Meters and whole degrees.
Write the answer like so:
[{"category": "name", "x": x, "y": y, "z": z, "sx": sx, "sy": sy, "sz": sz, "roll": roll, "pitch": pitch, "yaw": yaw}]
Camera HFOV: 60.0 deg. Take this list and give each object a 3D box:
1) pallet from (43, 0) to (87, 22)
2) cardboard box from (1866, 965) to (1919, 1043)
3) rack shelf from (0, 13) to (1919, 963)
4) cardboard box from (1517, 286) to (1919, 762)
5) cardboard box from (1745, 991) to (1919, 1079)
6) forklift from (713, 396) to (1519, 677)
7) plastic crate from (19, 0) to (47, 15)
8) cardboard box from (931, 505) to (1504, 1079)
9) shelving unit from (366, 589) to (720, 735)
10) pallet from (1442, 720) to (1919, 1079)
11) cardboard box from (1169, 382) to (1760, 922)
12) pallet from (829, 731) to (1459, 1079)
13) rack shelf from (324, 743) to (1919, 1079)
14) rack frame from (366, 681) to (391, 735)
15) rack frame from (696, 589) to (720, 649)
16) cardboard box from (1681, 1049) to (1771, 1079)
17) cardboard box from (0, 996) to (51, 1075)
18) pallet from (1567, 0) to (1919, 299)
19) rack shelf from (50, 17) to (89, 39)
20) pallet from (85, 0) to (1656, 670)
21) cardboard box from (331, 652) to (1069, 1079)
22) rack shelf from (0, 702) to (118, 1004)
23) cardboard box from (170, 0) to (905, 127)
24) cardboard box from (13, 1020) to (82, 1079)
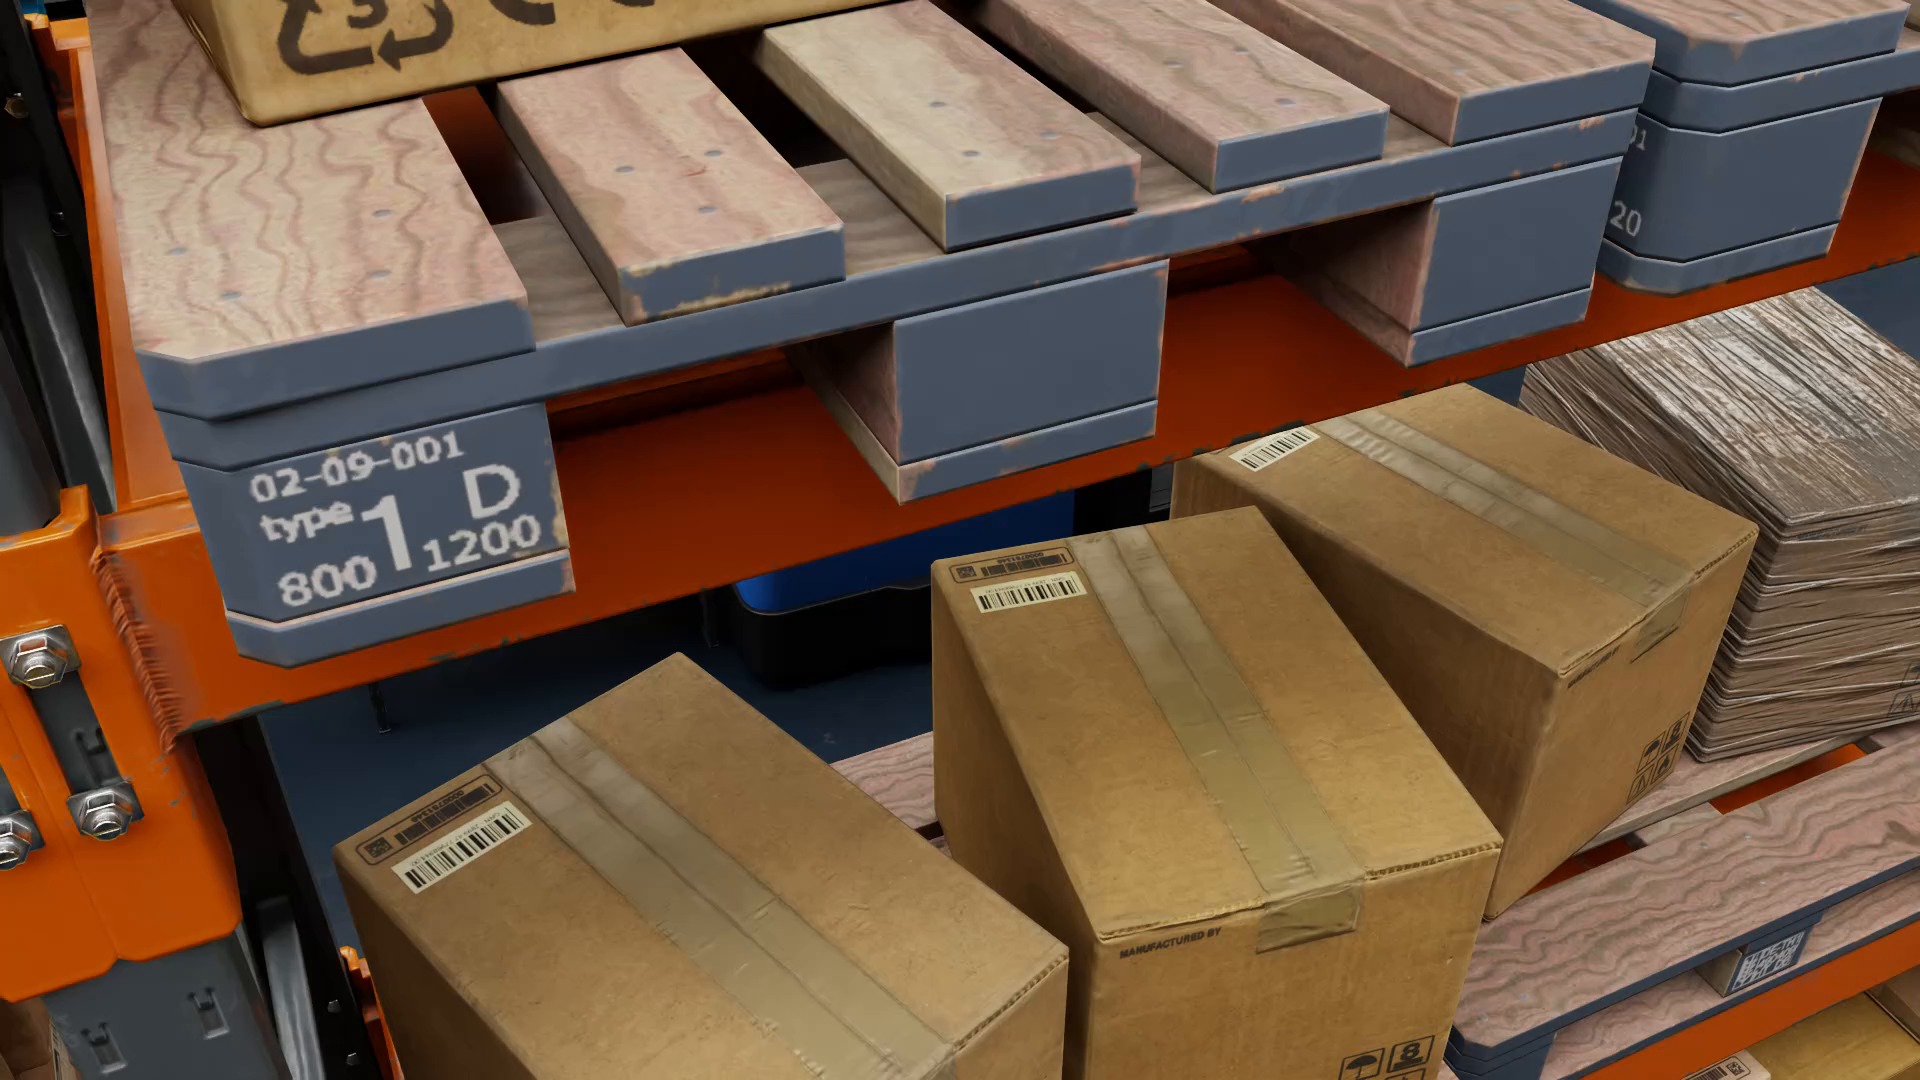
[{"category": "pallet", "x": -5.753, "y": -3.271, "z": 9.982, "sx": 1.213, "sy": 0.211, "sz": 1.003, "roll": -16, "pitch": 39, "yaw": -20}, {"category": "cardboard box", "x": 1.999, "y": 0.696, "z": 3.394, "sx": 0.500, "sy": 0.250, "sz": 0.500, "roll": -14, "pitch": 39, "yaw": -18}, {"category": "rack shelf", "x": 0.985, "y": -0.620, "z": 2.154, "sx": 4.000, "sy": 0.370, "sz": 1.077, "roll": -16, "pitch": 39, "yaw": -20}, {"category": "cardboard box", "x": 1.364, "y": -0.070, "z": 2.890, "sx": 0.500, "sy": 0.500, "sz": 0.700, "roll": -9, "pitch": 37, "yaw": -11}, {"category": "cardboard box", "x": 1.580, "y": 1.111, "z": 3.463, "sx": 0.500, "sy": 0.500, "sz": 0.500, "roll": -17, "pitch": 40, "yaw": -22}, {"category": "forklift", "x": 0.577, "y": -1.321, "z": 5.070, "sx": 3.031, "sy": 2.935, "sz": 1.130, "roll": -14, "pitch": 39, "yaw": -18}, {"category": "plastic crate", "x": -3.205, "y": -1.585, "z": 5.333, "sx": 0.575, "sy": 0.384, "sz": 0.392, "roll": -16, "pitch": 39, "yaw": -20}, {"category": "cardboard box", "x": 0.294, "y": 0.386, "z": 2.275, "sx": 0.500, "sy": 0.500, "sz": 0.700, "roll": -10, "pitch": 38, "yaw": -13}, {"category": "shelving unit", "x": -1.345, "y": -0.279, "z": 4.868, "sx": 1.048, "sy": 1.500, "sz": 0.538, "roll": -14, "pitch": 39, "yaw": -18}, {"category": "pallet", "x": 1.037, "y": 0.362, "z": 2.906, "sx": 1.213, "sy": 0.211, "sz": 1.003, "roll": -16, "pitch": 39, "yaw": -20}, {"category": "cardboard box", "x": 0.747, "y": 0.113, "z": 2.643, "sx": 0.500, "sy": 0.500, "sz": 0.700, "roll": -26, "pitch": 44, "yaw": -31}, {"category": "pallet", "x": -0.056, "y": 0.736, "z": 2.401, "sx": 1.213, "sy": 0.211, "sz": 1.003, "roll": -16, "pitch": 39, "yaw": -20}, {"category": "rack shelf", "x": 0.985, "y": 0.585, "z": 3.047, "sx": 4.000, "sy": 0.370, "sz": 1.077, "roll": -16, "pitch": 39, "yaw": -20}, {"category": "rack frame", "x": -1.814, "y": -0.162, "z": 4.710, "sx": 0.032, "sy": 1.500, "sz": 0.500, "roll": -14, "pitch": 39, "yaw": -18}, {"category": "rack frame", "x": -0.876, "y": -0.397, "z": 5.026, "sx": 0.032, "sy": 1.500, "sz": 0.500, "roll": -14, "pitch": 39, "yaw": -18}, {"category": "cardboard box", "x": 1.075, "y": 0.957, "z": 3.041, "sx": 0.500, "sy": 0.250, "sz": 0.500, "roll": -16, "pitch": 40, "yaw": -21}, {"category": "cardboard box", "x": -1.372, "y": 0.328, "z": 1.866, "sx": 0.500, "sy": 0.500, "sz": 0.500, "roll": -15, "pitch": 39, "yaw": -19}, {"category": "pallet", "x": 0.732, "y": -0.718, "z": 1.840, "sx": 1.003, "sy": 0.211, "sz": 1.213, "roll": -16, "pitch": 39, "yaw": -20}, {"category": "rack shelf", "x": -4.737, "y": -1.075, "z": 5.285, "sx": 4.000, "sy": 0.370, "sz": 1.077, "roll": -16, "pitch": 39, "yaw": -20}, {"category": "pallet", "x": -0.205, "y": -0.454, "z": 1.484, "sx": 1.003, "sy": 0.211, "sz": 1.213, "roll": -16, "pitch": 39, "yaw": -20}, {"category": "cardboard box", "x": -0.302, "y": 0.594, "z": 1.995, "sx": 0.500, "sy": 0.500, "sz": 0.700, "roll": -30, "pitch": 46, "yaw": -34}, {"category": "rack shelf", "x": -2.636, "y": 0.393, "z": 0.789, "sx": 4.000, "sy": 0.370, "sz": 1.077, "roll": -16, "pitch": 39, "yaw": -20}, {"category": "cardboard box", "x": -0.338, "y": -0.739, "z": 1.190, "sx": 0.600, "sy": 0.600, "sz": 0.600, "roll": -19, "pitch": 41, "yaw": -24}, {"category": "cardboard box", "x": -1.403, "y": 0.744, "z": 2.145, "sx": 0.500, "sy": 0.500, "sz": 0.500, "roll": -15, "pitch": 39, "yaw": -19}]
